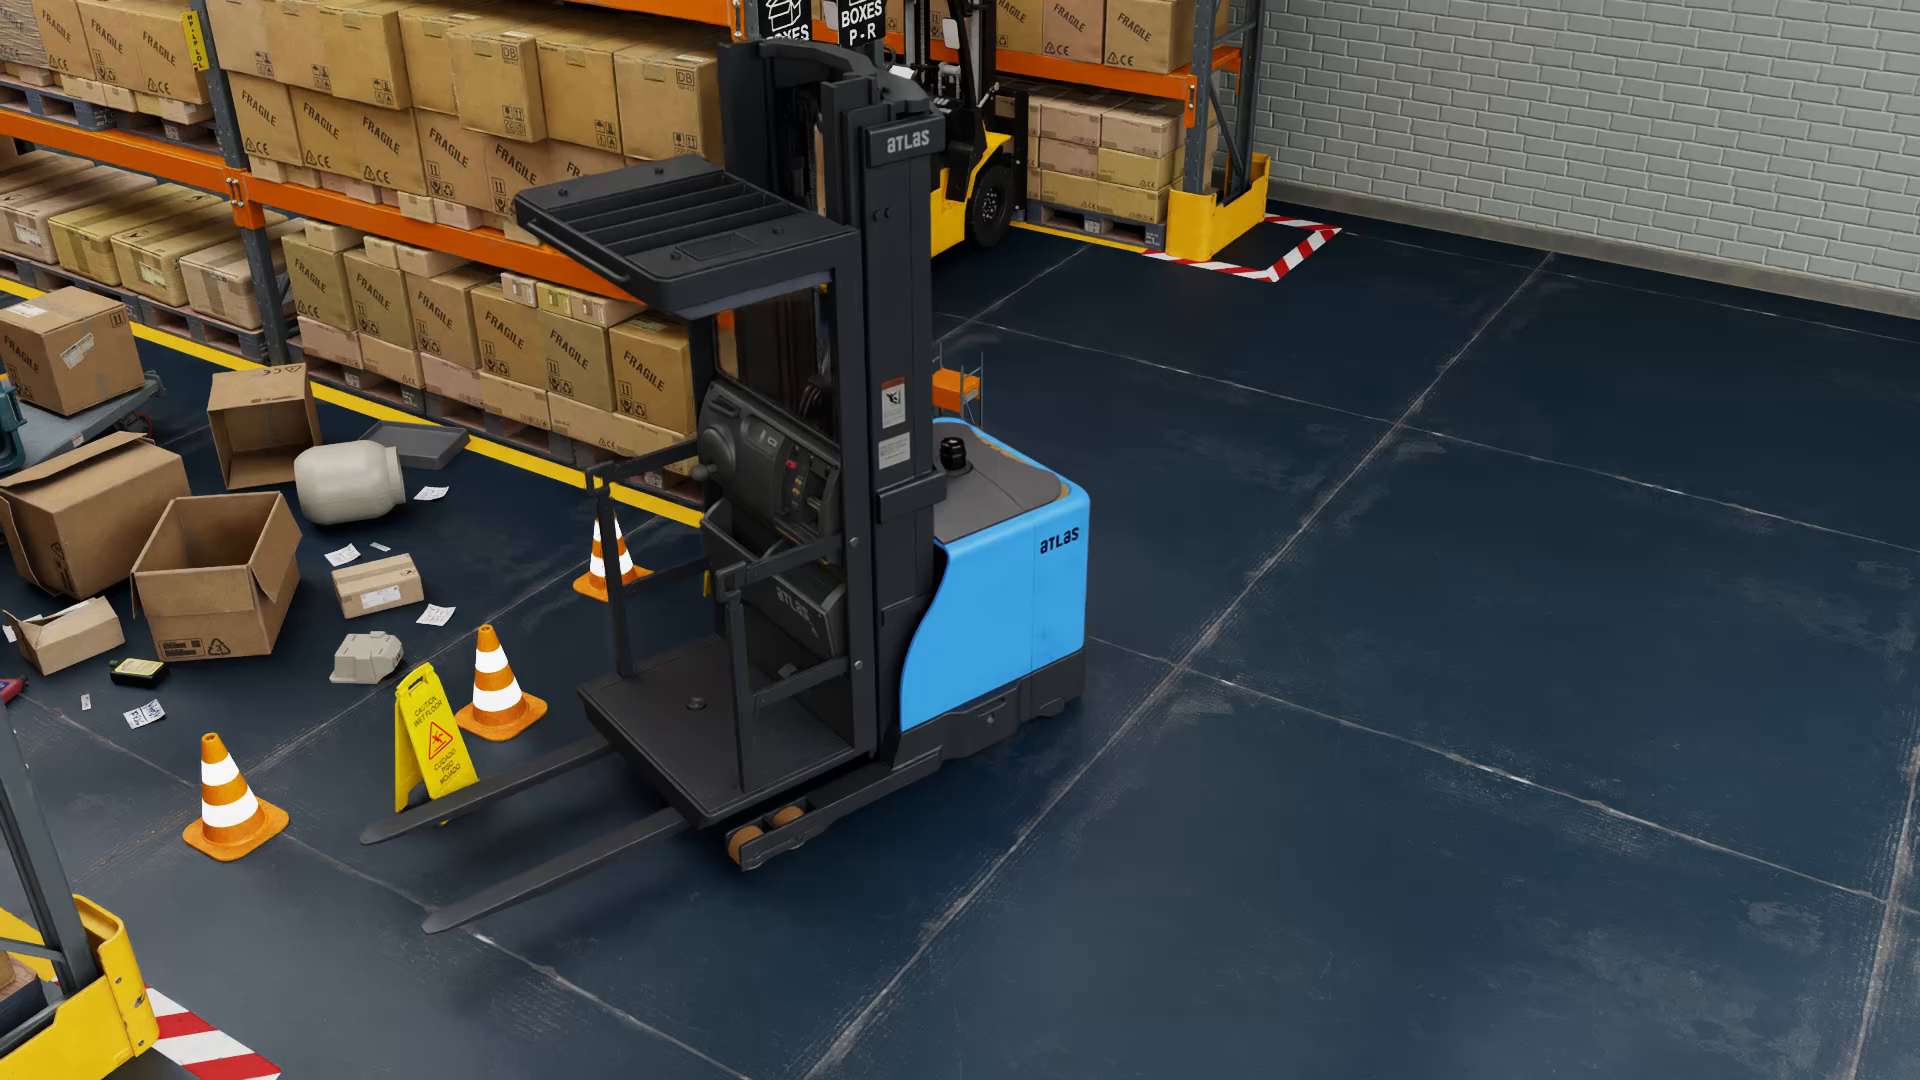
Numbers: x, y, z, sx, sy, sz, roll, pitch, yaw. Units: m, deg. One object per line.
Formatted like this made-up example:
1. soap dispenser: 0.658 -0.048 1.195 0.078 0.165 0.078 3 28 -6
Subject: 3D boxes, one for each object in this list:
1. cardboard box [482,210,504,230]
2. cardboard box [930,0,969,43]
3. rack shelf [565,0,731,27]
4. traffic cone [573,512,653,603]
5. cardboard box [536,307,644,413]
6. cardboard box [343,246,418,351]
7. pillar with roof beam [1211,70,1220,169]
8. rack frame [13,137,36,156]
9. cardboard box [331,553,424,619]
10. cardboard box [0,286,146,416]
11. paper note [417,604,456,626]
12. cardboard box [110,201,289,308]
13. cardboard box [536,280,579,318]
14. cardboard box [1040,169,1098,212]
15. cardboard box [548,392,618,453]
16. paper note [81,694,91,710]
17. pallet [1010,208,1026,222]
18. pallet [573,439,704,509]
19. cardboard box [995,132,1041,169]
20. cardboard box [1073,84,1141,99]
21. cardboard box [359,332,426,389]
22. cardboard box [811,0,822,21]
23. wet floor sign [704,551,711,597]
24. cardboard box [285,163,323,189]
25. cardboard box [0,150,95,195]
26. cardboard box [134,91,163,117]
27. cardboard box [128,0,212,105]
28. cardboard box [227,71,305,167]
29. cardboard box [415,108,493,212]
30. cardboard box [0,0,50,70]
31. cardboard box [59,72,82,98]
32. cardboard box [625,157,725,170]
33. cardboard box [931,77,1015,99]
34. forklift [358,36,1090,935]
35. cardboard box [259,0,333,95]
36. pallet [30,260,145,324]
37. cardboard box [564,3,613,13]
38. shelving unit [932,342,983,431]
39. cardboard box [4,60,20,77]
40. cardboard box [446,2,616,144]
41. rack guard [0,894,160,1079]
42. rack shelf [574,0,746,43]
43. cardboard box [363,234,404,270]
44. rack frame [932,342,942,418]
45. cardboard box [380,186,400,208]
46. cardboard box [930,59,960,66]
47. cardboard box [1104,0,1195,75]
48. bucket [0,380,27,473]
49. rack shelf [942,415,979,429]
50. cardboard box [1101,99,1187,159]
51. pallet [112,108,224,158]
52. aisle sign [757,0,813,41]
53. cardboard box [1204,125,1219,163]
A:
1. cardboard box: -2.408 -1.835 9.168 0.250 0.149 0.380 18 35 27
2. cardboard box: 0.086 -4.109 12.718 0.500 0.500 0.500 18 35 28
3. rack shelf: -3.139 -4.933 14.943 4.000 0.370 1.077 18 35 27
4. traffic cone: -1.743 0.014 8.266 0.334 0.463 0.336 18 35 27
5. cardboard box: -1.954 -1.076 9.185 0.500 0.500 0.500 19 35 29
6. cardboard box: -3.265 -1.494 9.902 0.500 0.500 0.500 19 35 29
7. pillar with roof beam: -0.456 -4.961 8.324 0.400 9.000 9.100 18 35 27
8. rack frame: -7.469 -3.660 12.047 0.127 3.000 1.000 18 35 27
9. cardboard box: -2.876 0.226 8.215 0.380 0.149 0.250 -15 33 -24
10. cardboard box: -5.002 -1.068 9.333 0.500 0.500 0.500 18 35 27
11. paper note: -2.552 0.362 8.099 0.142 0.019 0.148 6 31 10
12. cardboard box: -5.137 -1.965 11.333 0.625 0.372 0.950 20 36 30
13. cardboard box: -2.068 -1.356 9.022 0.250 0.149 0.380 18 35 28
14. cardboard box: 0.961 -2.758 12.813 0.500 0.250 0.500 18 35 27
15. cardboard box: -1.955 -0.754 9.378 0.500 0.250 0.500 18 35 28
16. paper note: -3.937 0.730 7.489 0.032 0.001 0.123 -15 33 -24
17. pallet: 0.244 -2.946 13.590 1.213 0.211 1.003 18 35 27
18. pallet: -1.426 -0.565 9.510 1.213 0.211 1.003 18 35 27
19. cardboard box: 0.497 -3.111 12.922 0.500 0.250 0.500 17 34 26
20. cardboard box: 1.211 -3.404 12.927 0.500 0.250 0.500 18 35 27
21. cardboard box: -3.266 -1.170 10.092 0.500 0.250 0.500 20 36 30
22. cardboard box: -1.208 -4.521 13.423 0.500 0.500 0.500 17 34 26
23. wet floor sign: -1.101 0.008 8.096 0.267 0.644 0.232 -21 36 -32
24. cardboard box: -3.743 -2.213 9.816 0.250 0.149 0.380 19 35 29
25. cardboard box: -6.995 -2.551 12.336 0.625 0.372 0.950 15 34 24
26. cardboard box: -4.877 -2.759 10.336 0.250 0.149 0.380 16 34 26
27. cardboard box: -4.594 -2.967 10.048 0.500 0.500 0.500 17 34 26
28. cardboard box: -3.856 -2.523 9.704 0.500 0.500 0.500 17 35 27
29. cardboard box: -2.562 -2.132 9.033 0.500 0.500 0.500 18 35 28
30. cardboard box: -5.893 -3.380 10.756 0.500 0.500 0.500 16 34 26
31. cardboard box: -5.520 -2.961 10.681 0.250 0.149 0.380 18 35 27
32. cardboard box: -1.299 -1.716 8.321 0.500 0.500 0.500 17 34 26
33. cardboard box: 0.094 -3.456 13.017 0.500 0.250 0.500 17 34 26
34. forklift: -0.909 -0.275 6.313 3.031 2.935 1.130 -22 37 -32
35. cardboard box: -3.402 -2.835 9.247 0.500 0.500 0.700 18 35 28
36. pallet: -5.778 -1.918 11.828 1.213 0.211 1.003 18 35 27
37. cardboard box: -3.754 -4.590 15.582 0.625 0.625 0.875 19 35 29
38. shelving unit: -0.045 -0.468 8.510 0.252 1.050 0.215 18 35 27
39. cardboard box: -6.136 -3.210 11.109 0.250 0.149 0.380 19 35 29
40. cardboard box: -2.153 -2.395 8.493 0.500 0.500 0.700 17 34 27
41. rack guard: -3.218 1.709 5.324 0.348 0.500 1.175 18 35 27
42. rack shelf: -2.387 -3.037 8.717 4.000 0.370 1.077 18 35 27
43. cardboard box: -3.214 -1.717 9.640 0.250 0.149 0.380 19 35 29
44. rack frame: -0.148 -0.501 8.566 0.008 1.050 0.200 18 35 27
45. cardboard box: -3.068 -2.016 9.478 0.250 0.149 0.380 17 34 27
46. cardboard box: -0.067 -3.813 13.630 0.500 0.250 0.500 18 35 28
47. cardboard box: 1.386 -3.699 12.015 0.500 0.500 0.500 17 34 26
48. bucket: -5.286 -0.639 8.608 0.726 0.611 0.620 -21 26 -32
49. rack shelf: -0.045 -0.459 8.515 0.240 0.259 0.215 18 35 27
50. cardboard box: 1.387 -3.052 12.324 0.500 0.250 0.500 19 35 29
51. pallet: -4.651 -2.772 10.716 1.213 0.211 1.003 18 35 27
52. aisle sign: -0.795 -2.499 7.477 0.004 0.787 0.394 18 35 27
53. cardboard box: 1.655 -3.060 12.835 0.500 0.250 0.500 18 35 28
